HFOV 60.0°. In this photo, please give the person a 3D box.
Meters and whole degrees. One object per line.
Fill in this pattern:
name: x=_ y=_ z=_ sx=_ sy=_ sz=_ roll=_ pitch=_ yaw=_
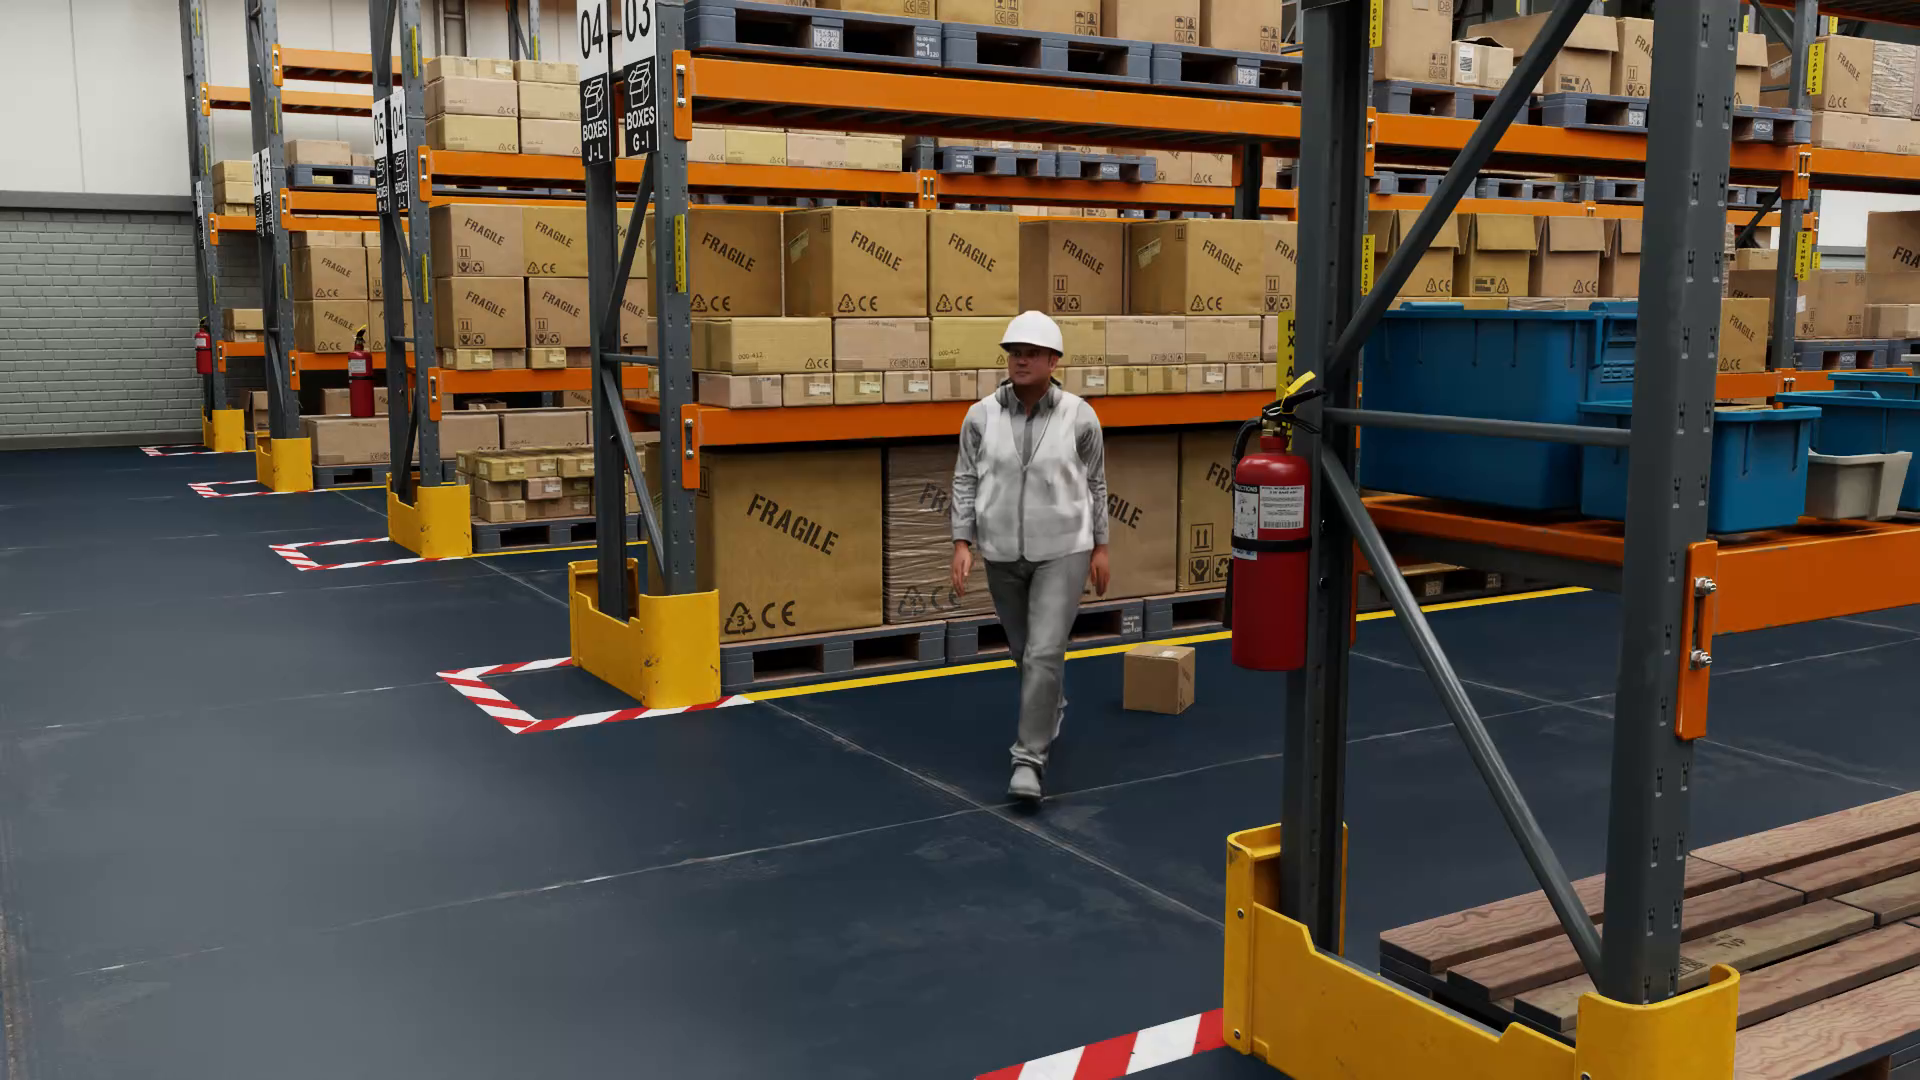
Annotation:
person: x=0.253 y=0.023 z=6.150 sx=0.561 sy=1.724 sz=1.056 roll=3 pitch=8 yaw=18
